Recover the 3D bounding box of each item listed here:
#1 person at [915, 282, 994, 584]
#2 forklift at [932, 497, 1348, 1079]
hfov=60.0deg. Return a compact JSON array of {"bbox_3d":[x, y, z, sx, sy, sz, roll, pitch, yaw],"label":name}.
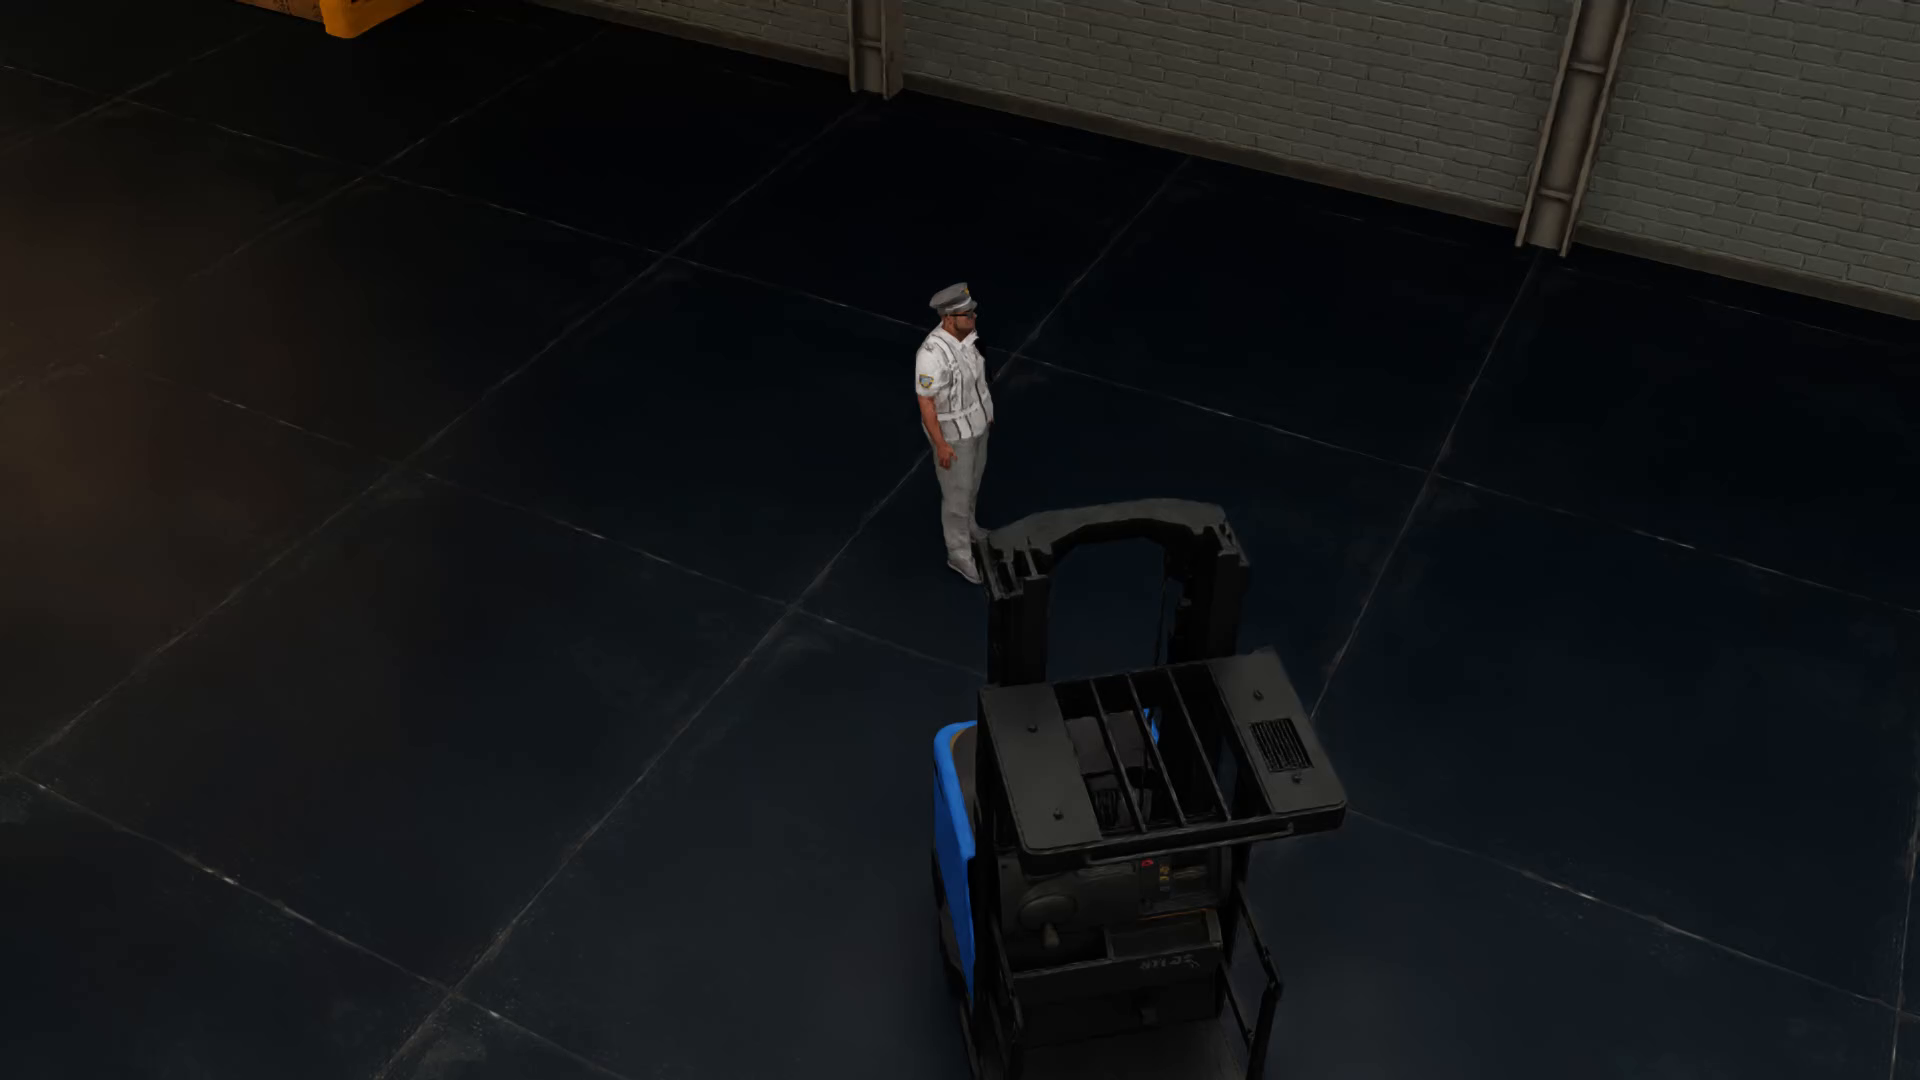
[{"bbox_3d":[0.064,-0.658,9.647,0.574,1.781,0.640,18,43,21],"label":"person"},{"bbox_3d":[0.649,1.420,6.301,1.130,2.935,3.031,-7,41,-8],"label":"forklift"}]
